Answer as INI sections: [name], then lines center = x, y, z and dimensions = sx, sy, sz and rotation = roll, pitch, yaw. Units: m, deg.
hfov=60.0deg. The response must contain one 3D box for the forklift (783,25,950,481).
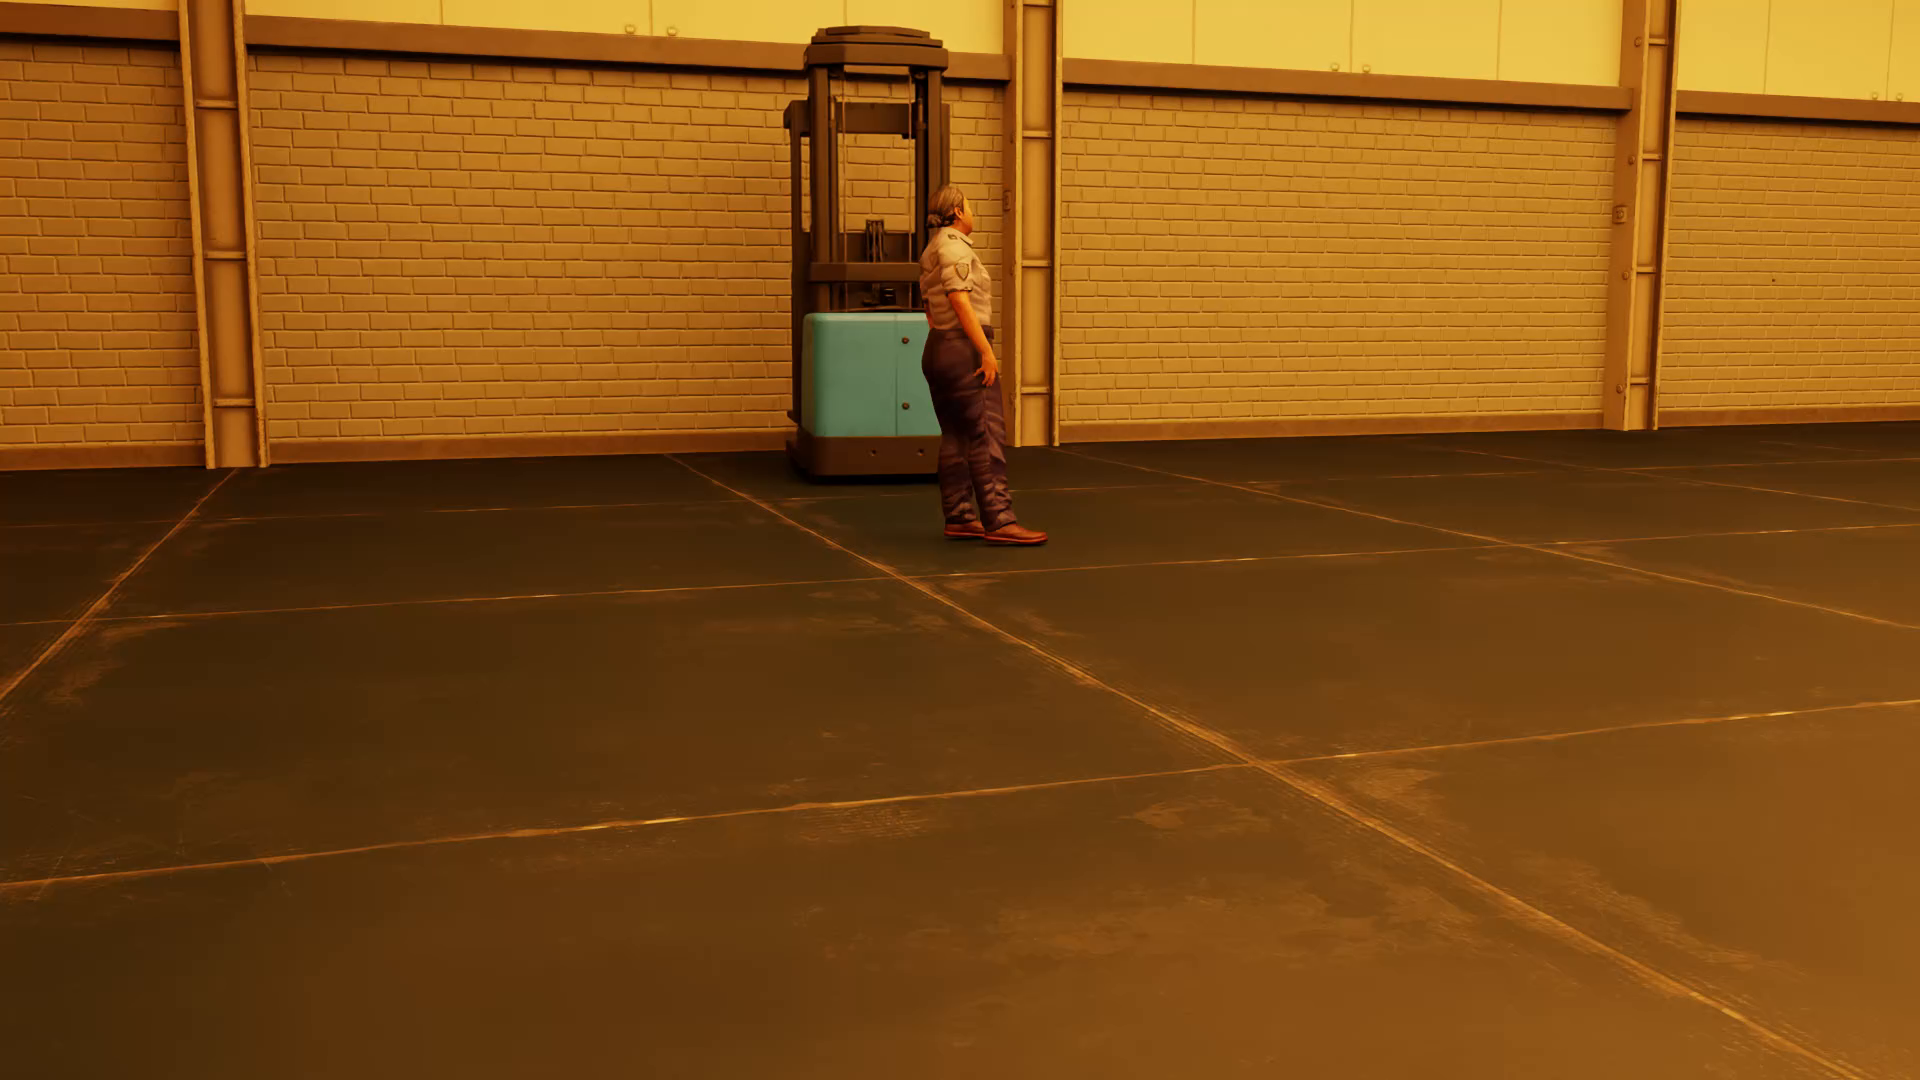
[forklift]
center = -0.656, -1.993, 11.704
dimensions = 1.130, 2.935, 3.031
rotation = -1, 8, -10

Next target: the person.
[person]
center = 0.092, -0.825, 7.819
dimensions = 0.503, 1.650, 0.599
rotation = -3, 8, -18
